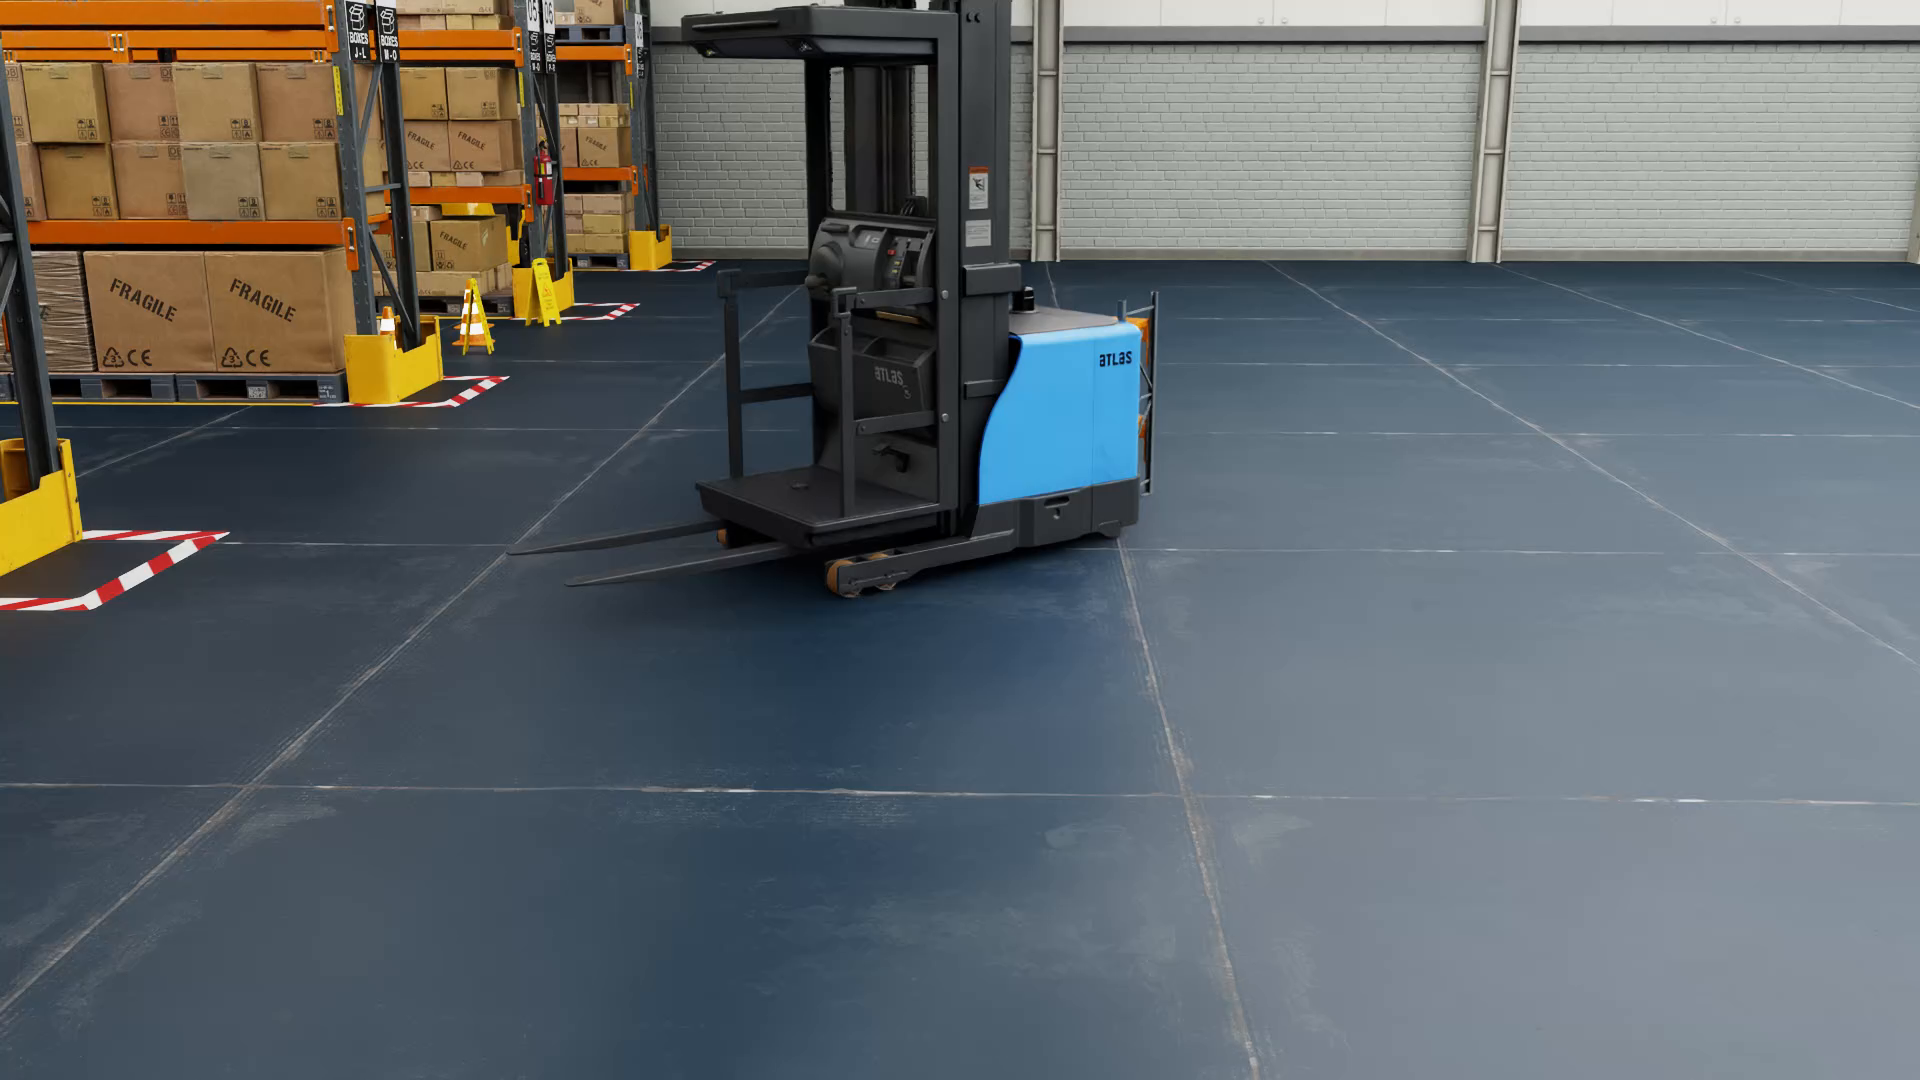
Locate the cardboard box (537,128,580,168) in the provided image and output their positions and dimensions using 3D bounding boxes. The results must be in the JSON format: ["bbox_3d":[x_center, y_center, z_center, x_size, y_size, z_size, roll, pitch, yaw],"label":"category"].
[{"bbox_3d":[-5.163,-5.106,21.616,0.500,0.500,0.500,1,15,3],"label":"cardboard box"}]

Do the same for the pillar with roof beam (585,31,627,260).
[{"bbox_3d":[-4.929,-7.153,17.811,0.400,9.000,9.100,0,15,1],"label":"pillar with roof beam"}]

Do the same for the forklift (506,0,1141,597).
[{"bbox_3d":[-0.579,-1.314,7.576,3.031,2.935,1.130,-11,18,-35],"label":"forklift"}]

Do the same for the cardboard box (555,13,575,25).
[{"bbox_3d":[-4.982,-6.624,21.159,0.250,0.149,0.380,0,15,0],"label":"cardboard box"}]

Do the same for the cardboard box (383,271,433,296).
[{"bbox_3d":[-5.602,-2.665,17.128,0.500,0.250,0.500,0,15,2],"label":"cardboard box"}]

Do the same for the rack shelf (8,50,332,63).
[{"bbox_3d":[-10.144,-6.257,21.706,4.000,0.370,1.077,0,15,1],"label":"rack shelf"}]

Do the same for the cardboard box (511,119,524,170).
[{"bbox_3d":[-4.736,-4.116,17.280,0.500,0.500,0.500,0,15,1],"label":"cardboard box"}]

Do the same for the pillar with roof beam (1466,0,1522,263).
[{"bbox_3d":[7.067,-7.074,17.514,0.400,9.000,9.100,0,15,1],"label":"pillar with roof beam"}]

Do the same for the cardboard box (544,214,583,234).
[{"bbox_3d":[-5.142,-4.160,21.815,0.500,0.250,0.500,0,15,1],"label":"cardboard box"}]

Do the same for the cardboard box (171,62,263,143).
[{"bbox_3d":[-5.217,-3.174,12.078,0.550,0.550,0.875,0,15,1],"label":"cardboard box"}]

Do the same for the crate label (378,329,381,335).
[{"bbox_3d":[-5.208,-1.843,15.058,0.298,0.136,0.250,-8,17,-28],"label":"crate label"}]

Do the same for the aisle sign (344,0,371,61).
[{"bbox_3d":[-4.232,-3.767,11.640,0.004,0.787,0.394,0,15,1],"label":"aisle sign"}]

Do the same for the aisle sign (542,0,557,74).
[{"bbox_3d":[-4.200,-5.185,17.017,0.004,0.787,0.394,0,15,1],"label":"aisle sign"}]

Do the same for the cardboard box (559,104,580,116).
[{"bbox_3d":[-5.019,-5.558,21.477,0.250,0.149,0.380,1,15,3],"label":"cardboard box"}]

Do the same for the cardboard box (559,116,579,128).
[{"bbox_3d":[-5.014,-5.420,21.534,0.250,0.149,0.380,1,15,2],"label":"cardboard box"}]

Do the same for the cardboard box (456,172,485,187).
[{"bbox_3d":[-4.905,-3.649,16.784,0.250,0.149,0.380,0,15,1],"label":"cardboard box"}]

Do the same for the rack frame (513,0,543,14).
[{"bbox_3d":[-4.269,-6.750,16.286,0.127,3.000,1.000,0,15,1],"label":"rack frame"}]

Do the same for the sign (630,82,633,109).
[{"bbox_3d":[-4.174,-5.651,21.147,0.005,0.325,0.100,0,15,1],"label":"sign"}]

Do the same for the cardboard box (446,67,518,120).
[{"bbox_3d":[-4.786,-4.473,16.674,0.500,0.500,0.700,0,15,0],"label":"cardboard box"}]

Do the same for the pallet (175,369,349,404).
[{"bbox_3d":[-5.096,-1.223,12.564,1.213,0.211,1.003,0,15,1],"label":"pallet"}]

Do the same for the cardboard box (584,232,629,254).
[{"bbox_3d":[-4.624,-3.911,21.852,0.500,0.250,0.500,0,15,2],"label":"cardboard box"}]

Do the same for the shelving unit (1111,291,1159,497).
[{"bbox_3d":[0.503,-0.814,9.222,1.048,1.125,0.538,8,17,27],"label":"shelving unit"}]

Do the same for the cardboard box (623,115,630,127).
[{"bbox_3d":[-4.479,-5.546,22.012,0.250,0.149,0.380,0,15,0],"label":"cardboard box"}]

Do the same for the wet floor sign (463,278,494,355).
[{"bbox_3d":[-4.215,-1.953,14.477,0.232,0.644,0.267,-2,15,-8],"label":"wet floor sign"}]

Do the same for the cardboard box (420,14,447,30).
[{"bbox_3d":[-5.148,-5.113,16.453,0.250,0.149,0.380,1,15,3],"label":"cardboard box"}]

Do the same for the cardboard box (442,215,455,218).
[{"bbox_3d":[-5.615,-3.164,17.548,0.500,0.500,0.500,0,15,-1],"label":"cardboard box"}]

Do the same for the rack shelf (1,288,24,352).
[{"bbox_3d":[-6.522,-0.987,7.613,4.000,0.370,1.077,0,15,1],"label":"rack shelf"}]

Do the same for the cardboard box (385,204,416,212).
[{"bbox_3d":[-5.697,-3.326,16.891,0.250,0.149,0.380,1,15,2],"label":"cardboard box"}]

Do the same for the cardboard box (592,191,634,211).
[{"bbox_3d":[-4.622,-4.524,22.213,0.500,0.250,0.500,0,15,1],"label":"cardboard box"}]

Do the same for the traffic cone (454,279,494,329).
[{"bbox_3d":[-4.732,-2.297,16.138,0.334,0.463,0.336,0,15,1],"label":"traffic cone"}]

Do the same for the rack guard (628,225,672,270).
[{"bbox_3d":[-4.122,-3.907,22.167,0.348,0.500,1.175,0,15,1],"label":"rack guard"}]

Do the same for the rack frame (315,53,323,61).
[{"bbox_3d":[-8.145,-5.141,21.948,0.127,3.000,1.000,0,15,1],"label":"rack frame"}]

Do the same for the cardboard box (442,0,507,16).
[{"bbox_3d":[-4.788,-5.306,16.402,0.500,0.250,0.500,0,15,1],"label":"cardboard box"}]

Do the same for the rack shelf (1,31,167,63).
[{"bbox_3d":[-10.267,-4.991,16.908,4.000,0.370,1.077,0,15,1],"label":"rack shelf"}]

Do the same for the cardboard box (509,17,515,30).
[{"bbox_3d":[-4.593,-5.263,17.022,0.250,0.149,0.380,0,15,1],"label":"cardboard box"}]

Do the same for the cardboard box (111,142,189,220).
[{"bbox_3d":[-5.774,-2.684,12.338,0.550,0.550,0.875,0,15,1],"label":"cardboard box"}]

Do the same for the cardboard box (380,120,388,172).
[{"bbox_3d":[-5.820,-3.984,16.780,0.500,0.500,0.500,0,15,1],"label":"cardboard box"}]

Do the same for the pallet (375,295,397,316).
[{"bbox_3d":[-6.373,-2.525,17.496,1.213,0.211,1.003,0,15,1],"label":"pallet"}]

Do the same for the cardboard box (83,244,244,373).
[{"bbox_3d":[-5.854,-1.755,12.454,0.875,0.875,0.875,0,15,1],"label":"cardboard box"}]

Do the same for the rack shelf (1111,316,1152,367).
[{"bbox_3d":[0.503,-1.097,9.147,1.000,0.278,0.538,8,17,27],"label":"rack shelf"}]

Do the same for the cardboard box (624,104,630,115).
[{"bbox_3d":[-4.477,-5.678,21.930,0.250,0.149,0.380,0,15,0],"label":"cardboard box"}]

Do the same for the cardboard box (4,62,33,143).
[{"bbox_3d":[-6.836,-3.184,12.116,0.550,0.550,0.875,0,15,1],"label":"cardboard box"}]

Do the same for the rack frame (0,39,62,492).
[{"bbox_3d":[-4.523,-1.322,7.472,0.127,3.000,1.000,0,15,1],"label":"rack frame"}]

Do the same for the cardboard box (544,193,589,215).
[{"bbox_3d":[-5.125,-4.398,21.735,0.500,0.250,0.500,1,15,2],"label":"cardboard box"}]

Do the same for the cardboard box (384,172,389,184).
[{"bbox_3d":[-5.671,-3.688,16.931,0.250,0.149,0.380,1,15,2],"label":"cardboard box"}]

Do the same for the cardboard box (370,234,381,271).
[{"bbox_3d":[-6.103,-3.032,17.049,0.500,0.500,0.500,0,15,0],"label":"cardboard box"}]

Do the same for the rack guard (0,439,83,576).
[{"bbox_3d":[-4.598,-0.114,7.793,0.348,0.500,1.175,0,15,1],"label":"rack guard"}]
